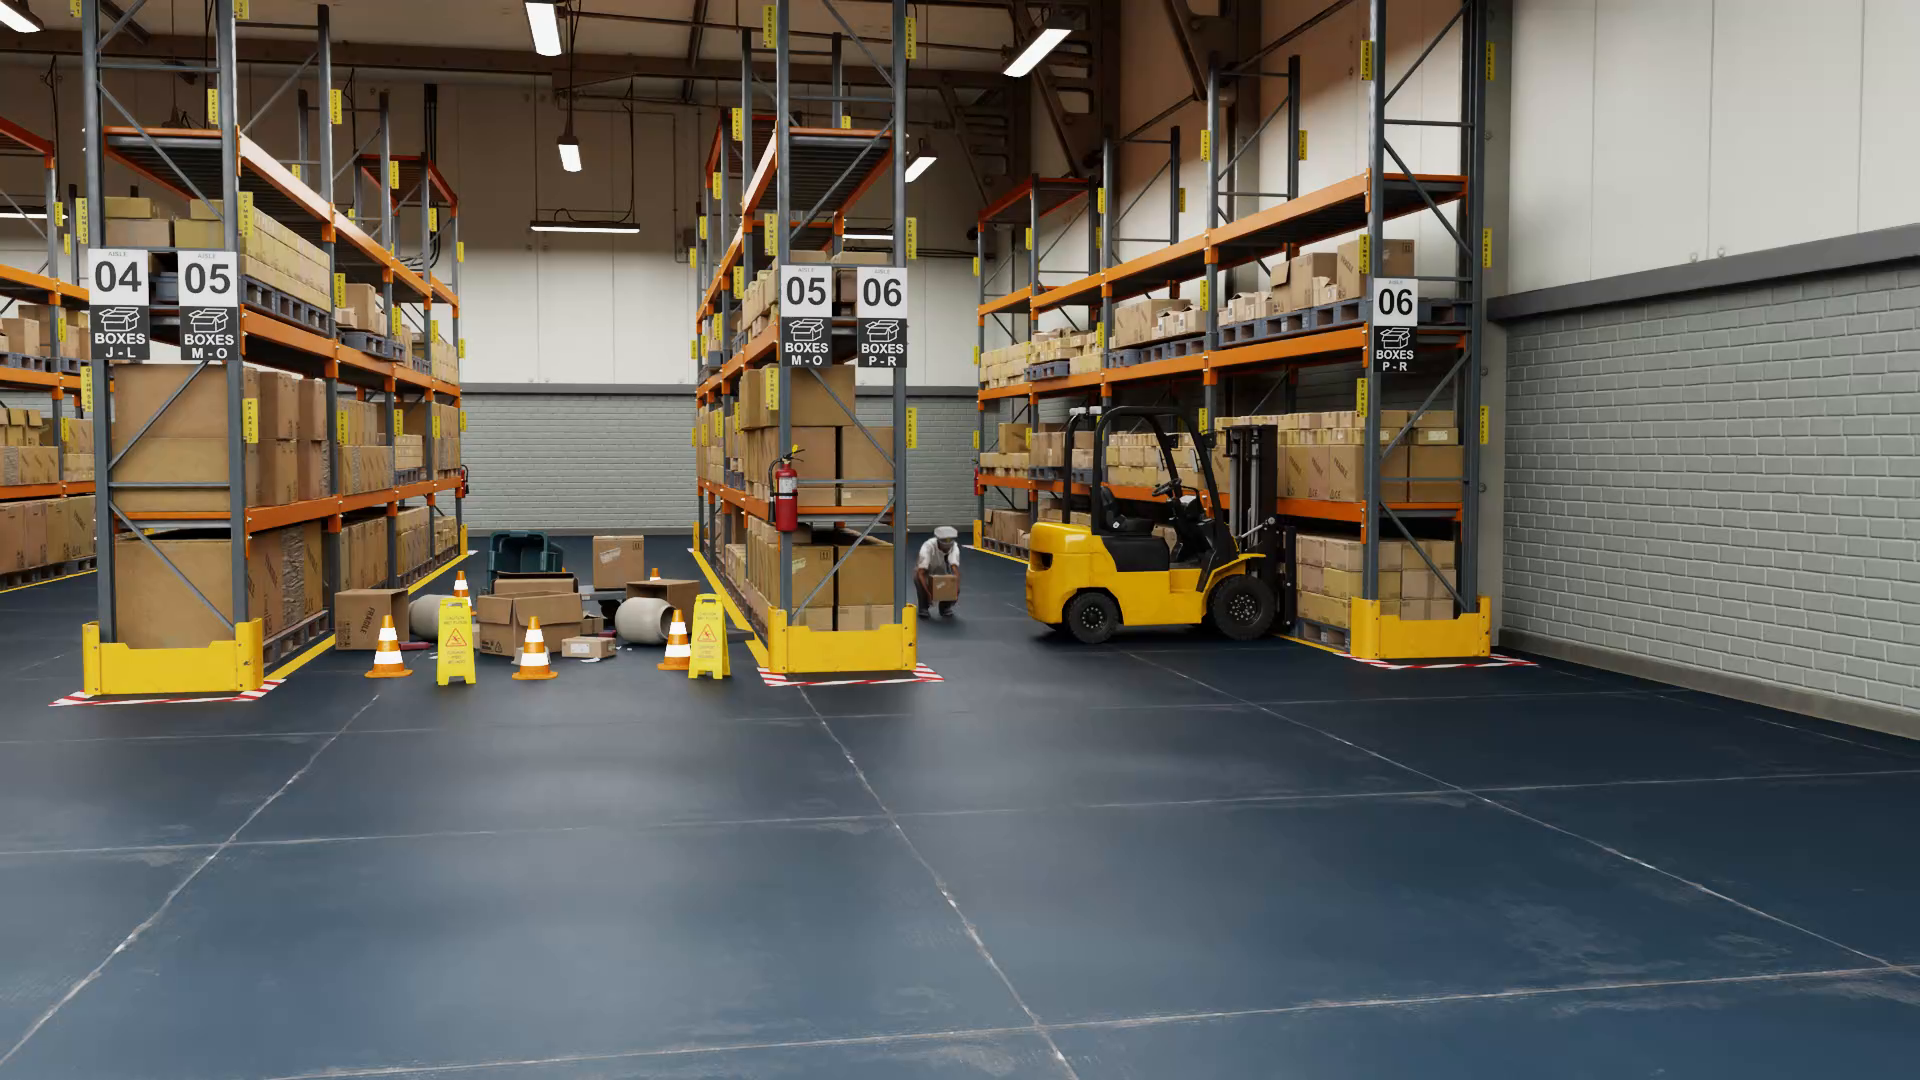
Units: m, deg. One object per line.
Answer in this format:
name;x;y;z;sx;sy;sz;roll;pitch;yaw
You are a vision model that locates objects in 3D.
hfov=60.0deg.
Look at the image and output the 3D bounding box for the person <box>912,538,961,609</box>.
person;-0.268;0.365;17.747;0.465;0.791;0.579;-1;3;-12
